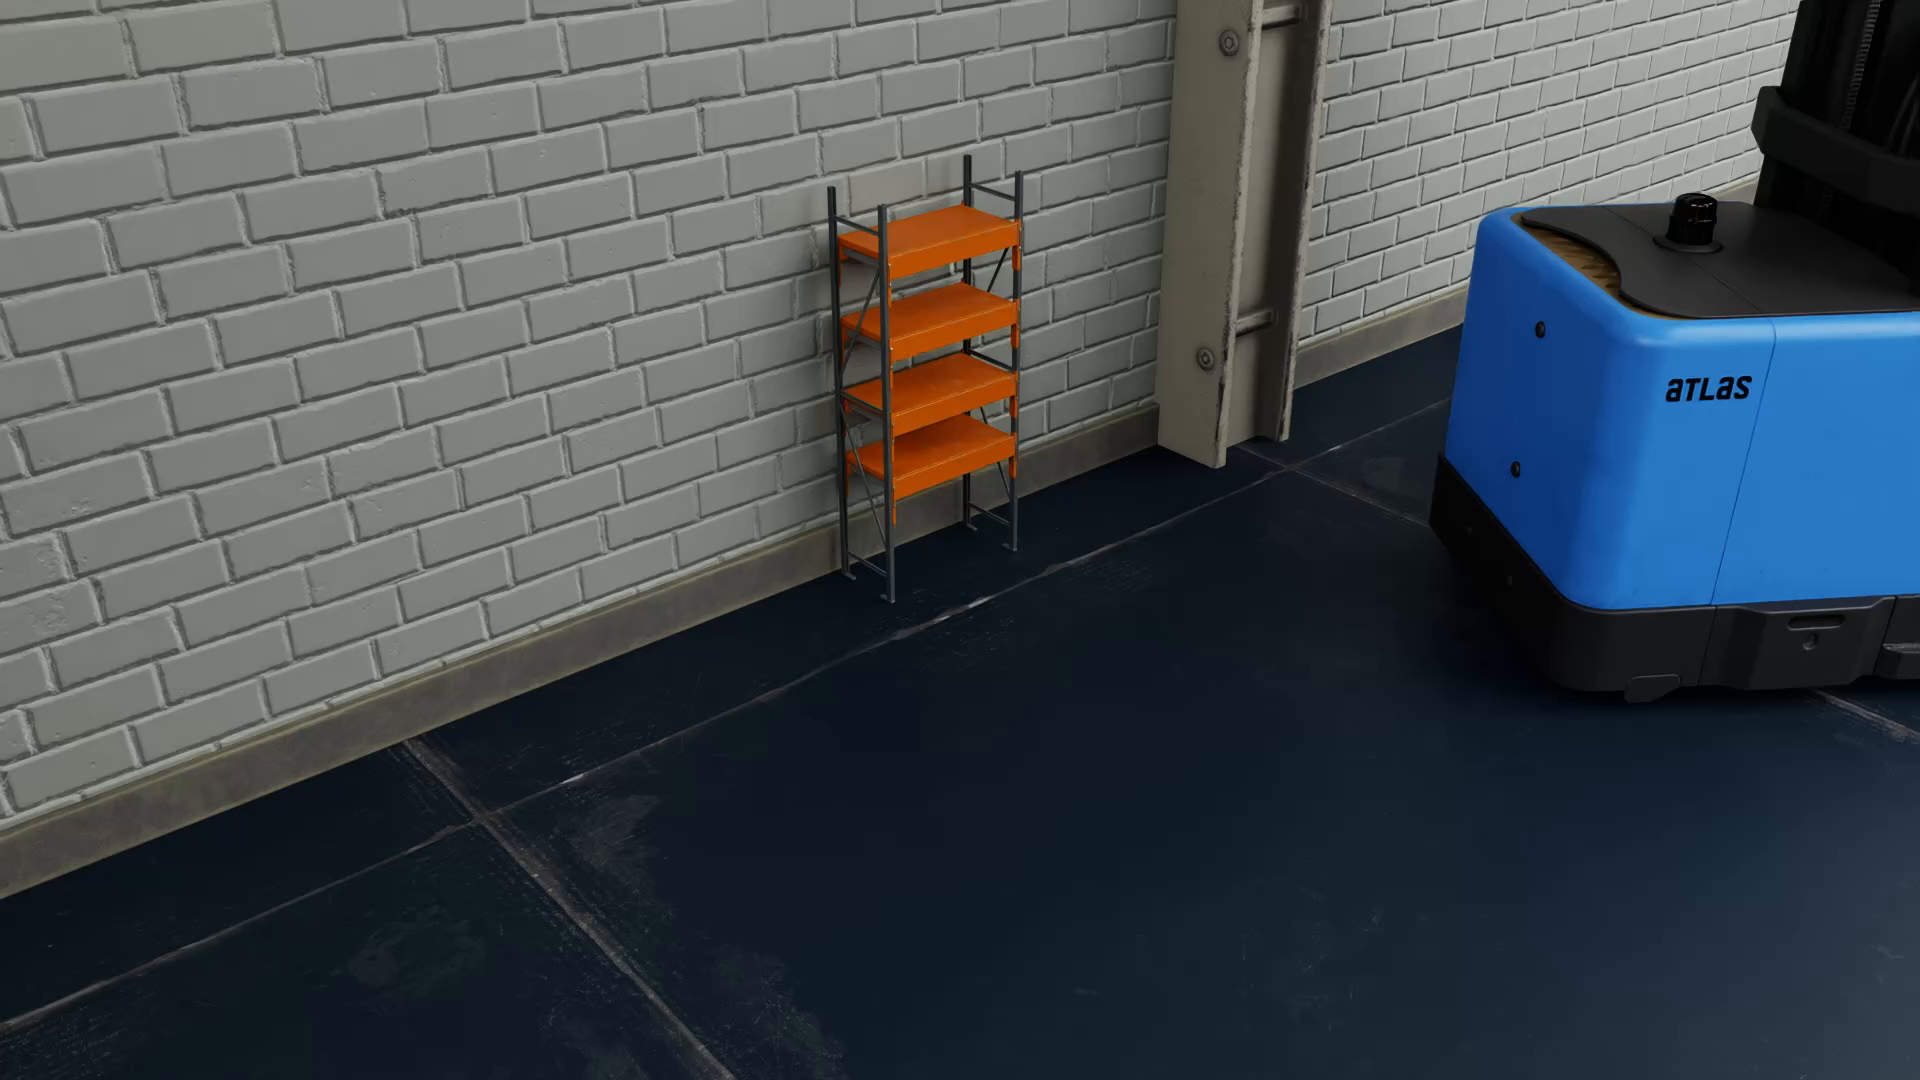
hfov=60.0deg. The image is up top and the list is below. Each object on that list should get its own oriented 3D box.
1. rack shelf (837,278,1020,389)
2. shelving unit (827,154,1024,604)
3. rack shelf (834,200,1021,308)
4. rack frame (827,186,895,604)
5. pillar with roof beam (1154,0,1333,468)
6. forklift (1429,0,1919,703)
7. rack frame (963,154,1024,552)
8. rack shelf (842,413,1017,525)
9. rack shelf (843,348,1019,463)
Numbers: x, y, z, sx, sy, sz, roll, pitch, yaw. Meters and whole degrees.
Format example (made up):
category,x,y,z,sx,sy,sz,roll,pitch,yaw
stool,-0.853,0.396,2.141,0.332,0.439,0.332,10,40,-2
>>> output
category,x,y,z,sx,sy,sz,roll,pitch,yaw
rack shelf,-0.091,-0.598,4.764,0.480,0.148,0.258,-22,35,-35
shelving unit,-0.091,-0.460,4.838,0.503,1.200,0.258,-22,35,-35
rack shelf,-0.091,-0.807,4.653,0.480,0.148,0.258,-22,35,-35
rack frame,-0.275,-0.385,4.697,0.015,1.200,0.240,-22,35,-35
pillar with roof beam,3.721,-2.785,0.913,0.400,9.000,9.100,-22,35,-35
forklift,3.014,-1.146,4.286,3.031,2.935,1.130,-3,28,-5
rack frame,0.093,-0.536,4.979,0.015,1.200,0.240,-22,35,-35
rack shelf,-0.091,-0.226,4.964,0.480,0.148,0.258,-22,35,-35
rack shelf,-0.091,-0.401,4.870,0.480,0.148,0.258,-22,35,-35
